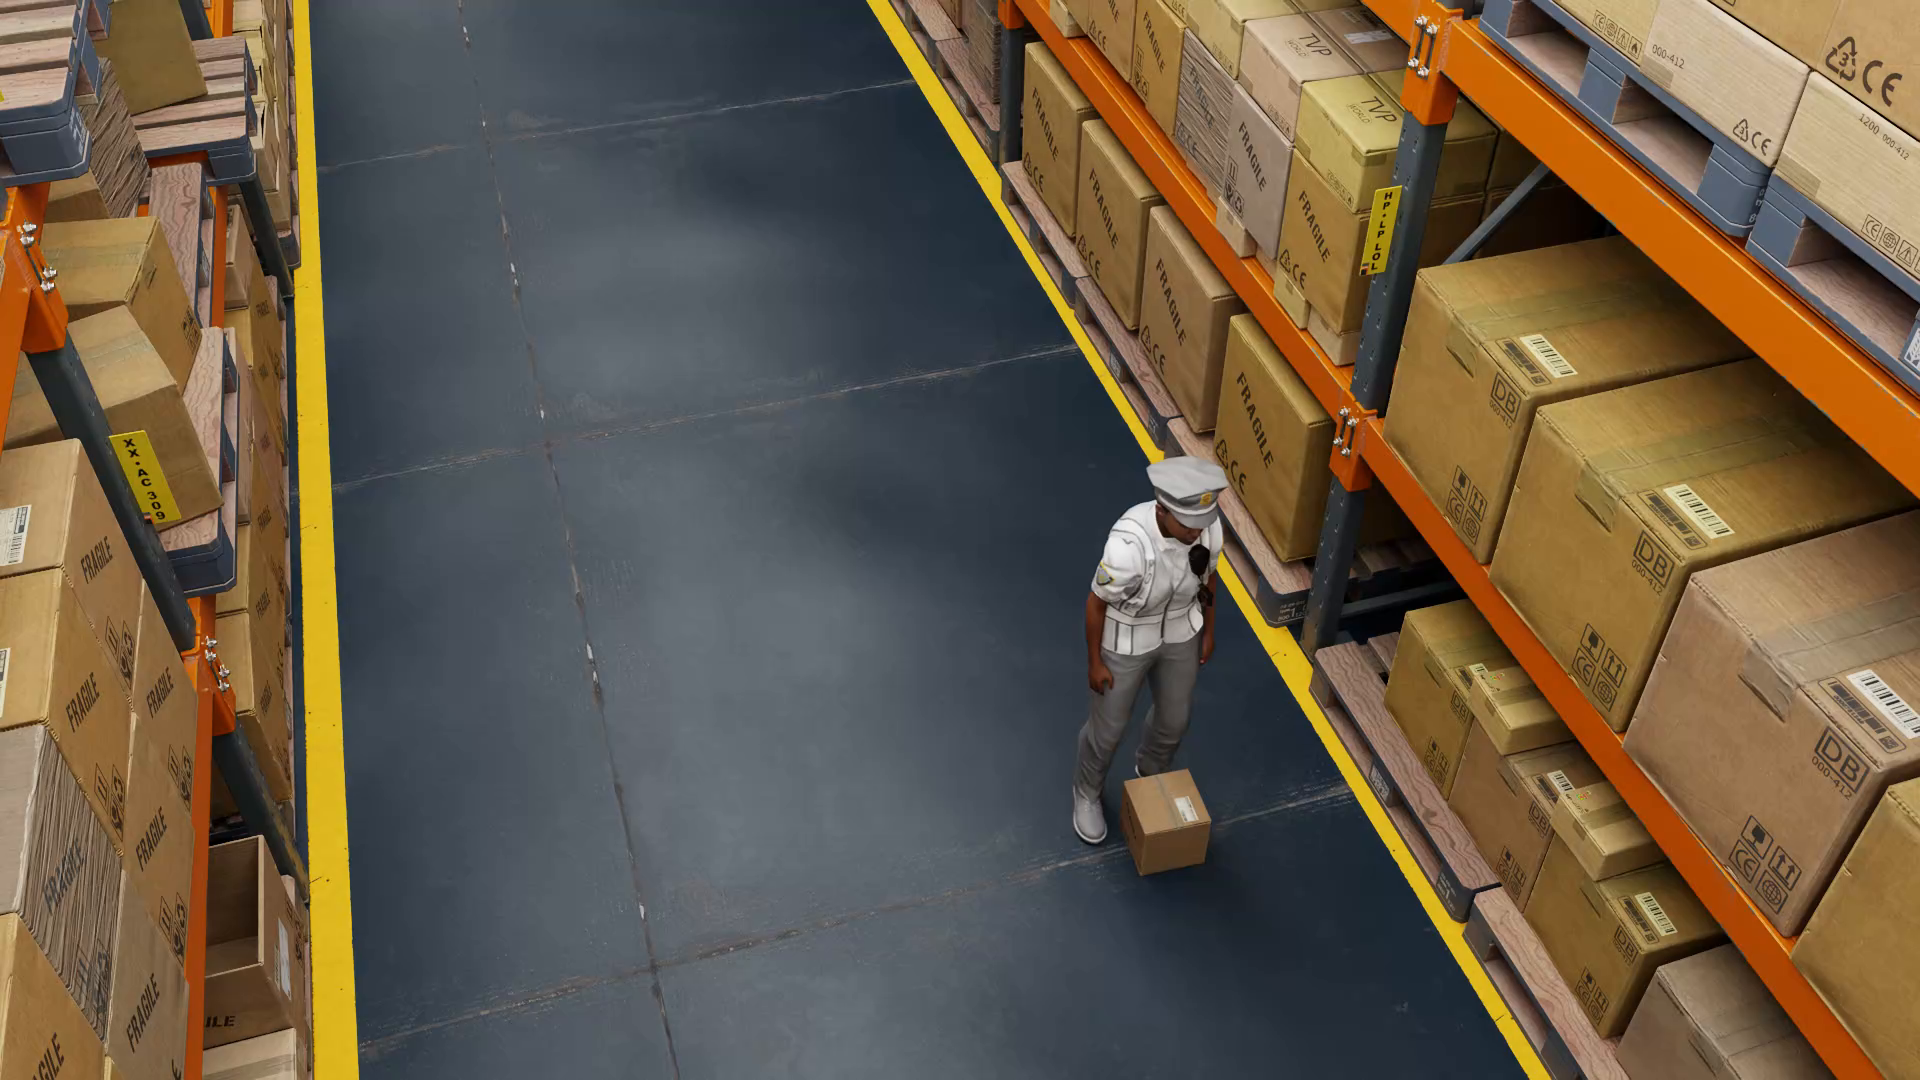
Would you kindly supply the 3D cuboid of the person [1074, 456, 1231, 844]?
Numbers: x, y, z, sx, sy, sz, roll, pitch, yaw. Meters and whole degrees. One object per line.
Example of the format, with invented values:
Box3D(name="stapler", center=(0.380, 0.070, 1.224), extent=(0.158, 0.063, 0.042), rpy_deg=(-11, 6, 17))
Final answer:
Box3D(name="person", center=(0.649, 0.363, 5.764), extent=(0.531, 1.659, 0.398), rpy_deg=(-15, 44, -15))
